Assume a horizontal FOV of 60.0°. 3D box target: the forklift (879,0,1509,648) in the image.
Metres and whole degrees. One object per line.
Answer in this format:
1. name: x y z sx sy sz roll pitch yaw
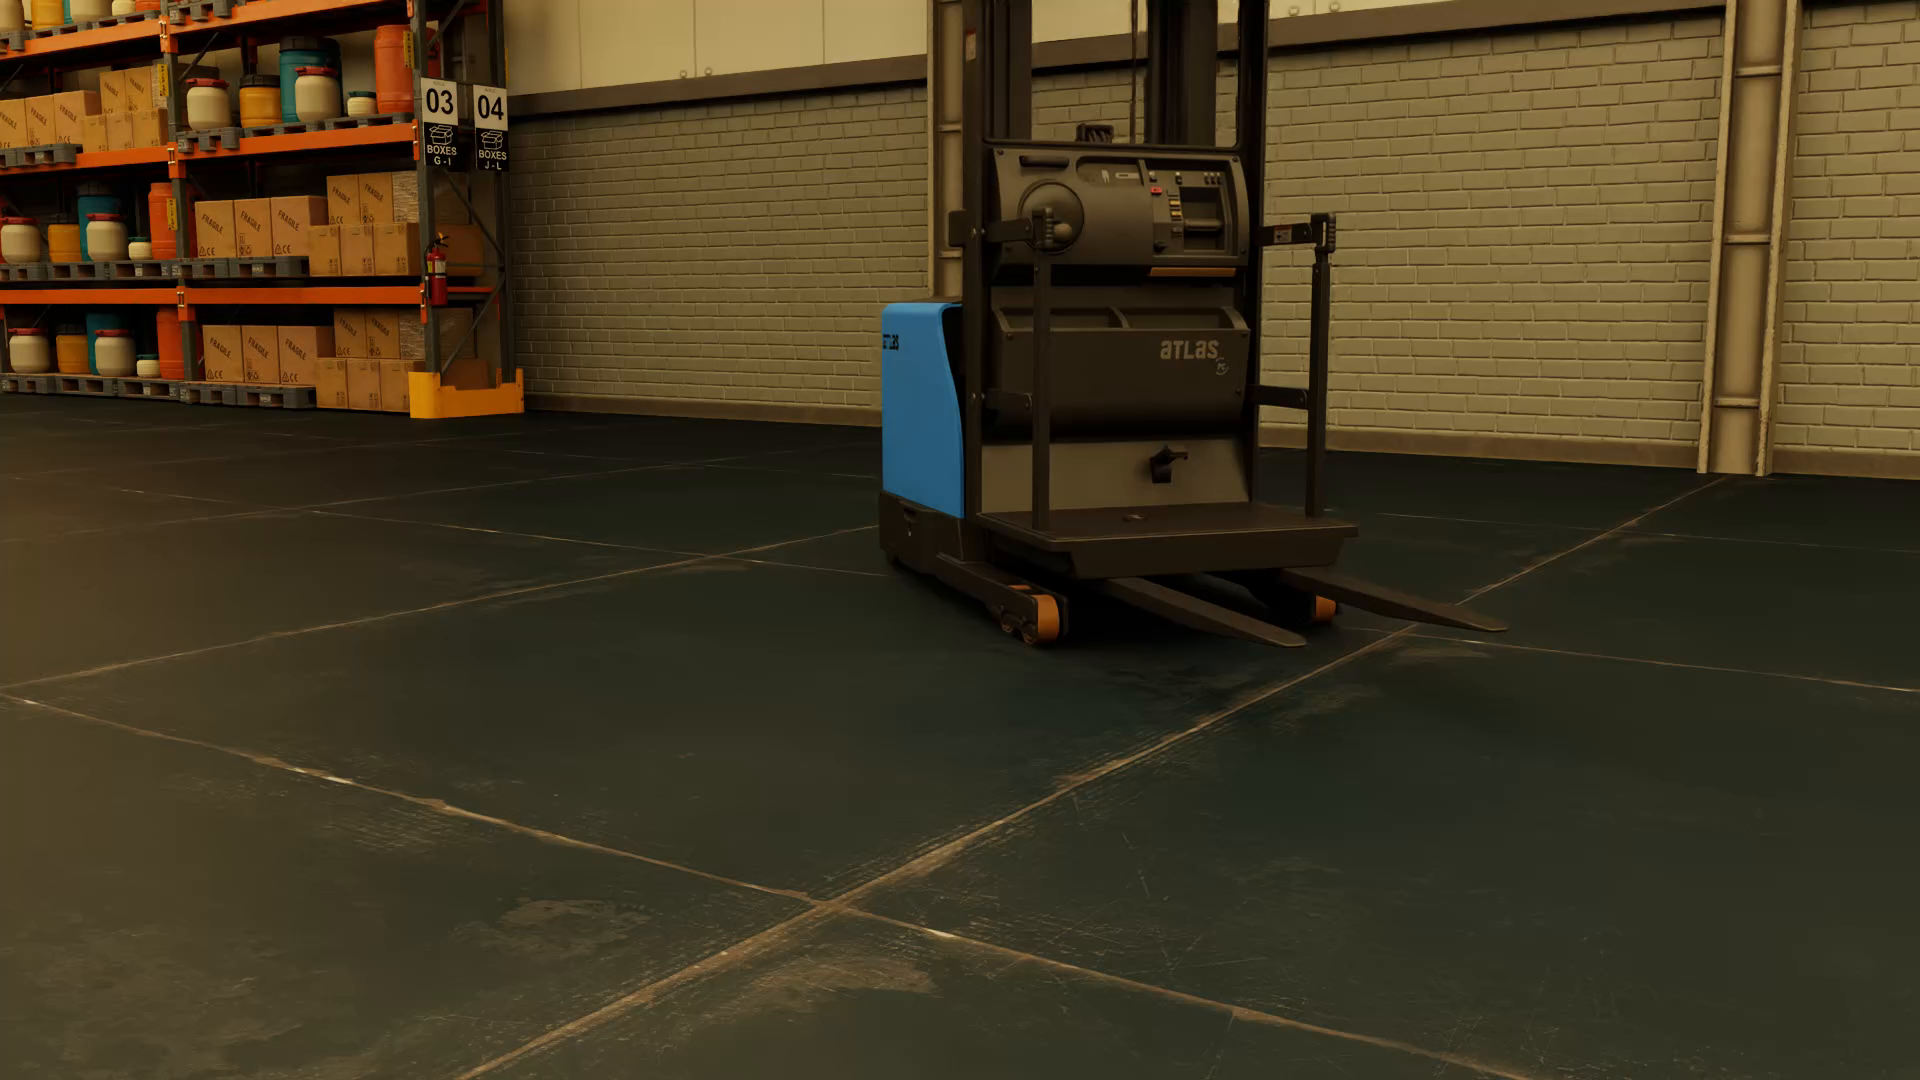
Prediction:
1. forklift: 0.632 -1.182 5.505 1.130 2.935 3.031 -3 9 -19
